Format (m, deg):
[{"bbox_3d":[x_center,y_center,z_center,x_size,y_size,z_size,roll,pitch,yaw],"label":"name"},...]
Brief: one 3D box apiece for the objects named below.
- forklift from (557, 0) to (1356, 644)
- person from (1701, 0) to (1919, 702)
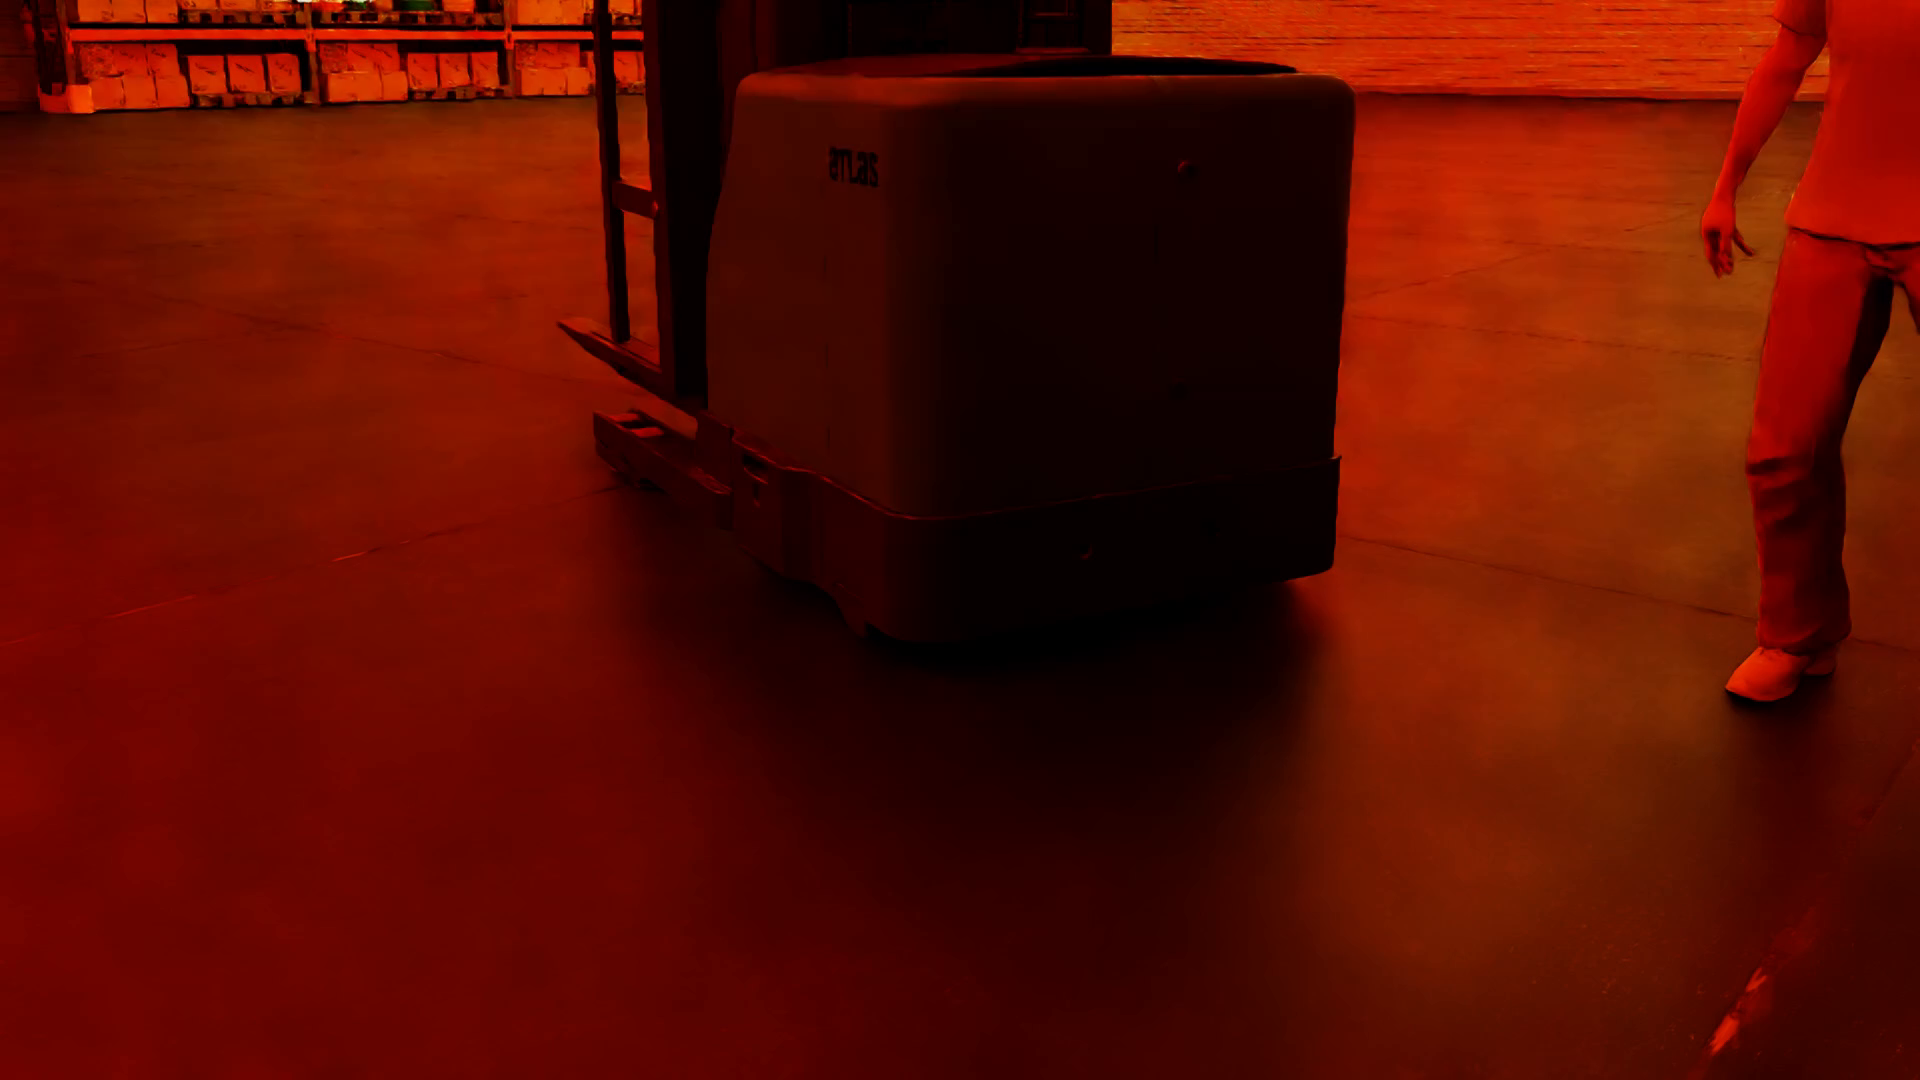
[{"bbox_3d":[-0.348,-1.591,4.136,1.130,2.935,3.031,-9,19,-27],"label":"forklift"},{"bbox_3d":[1.590,-0.483,2.731,0.383,1.645,0.790,-16,23,-43],"label":"person"}]
